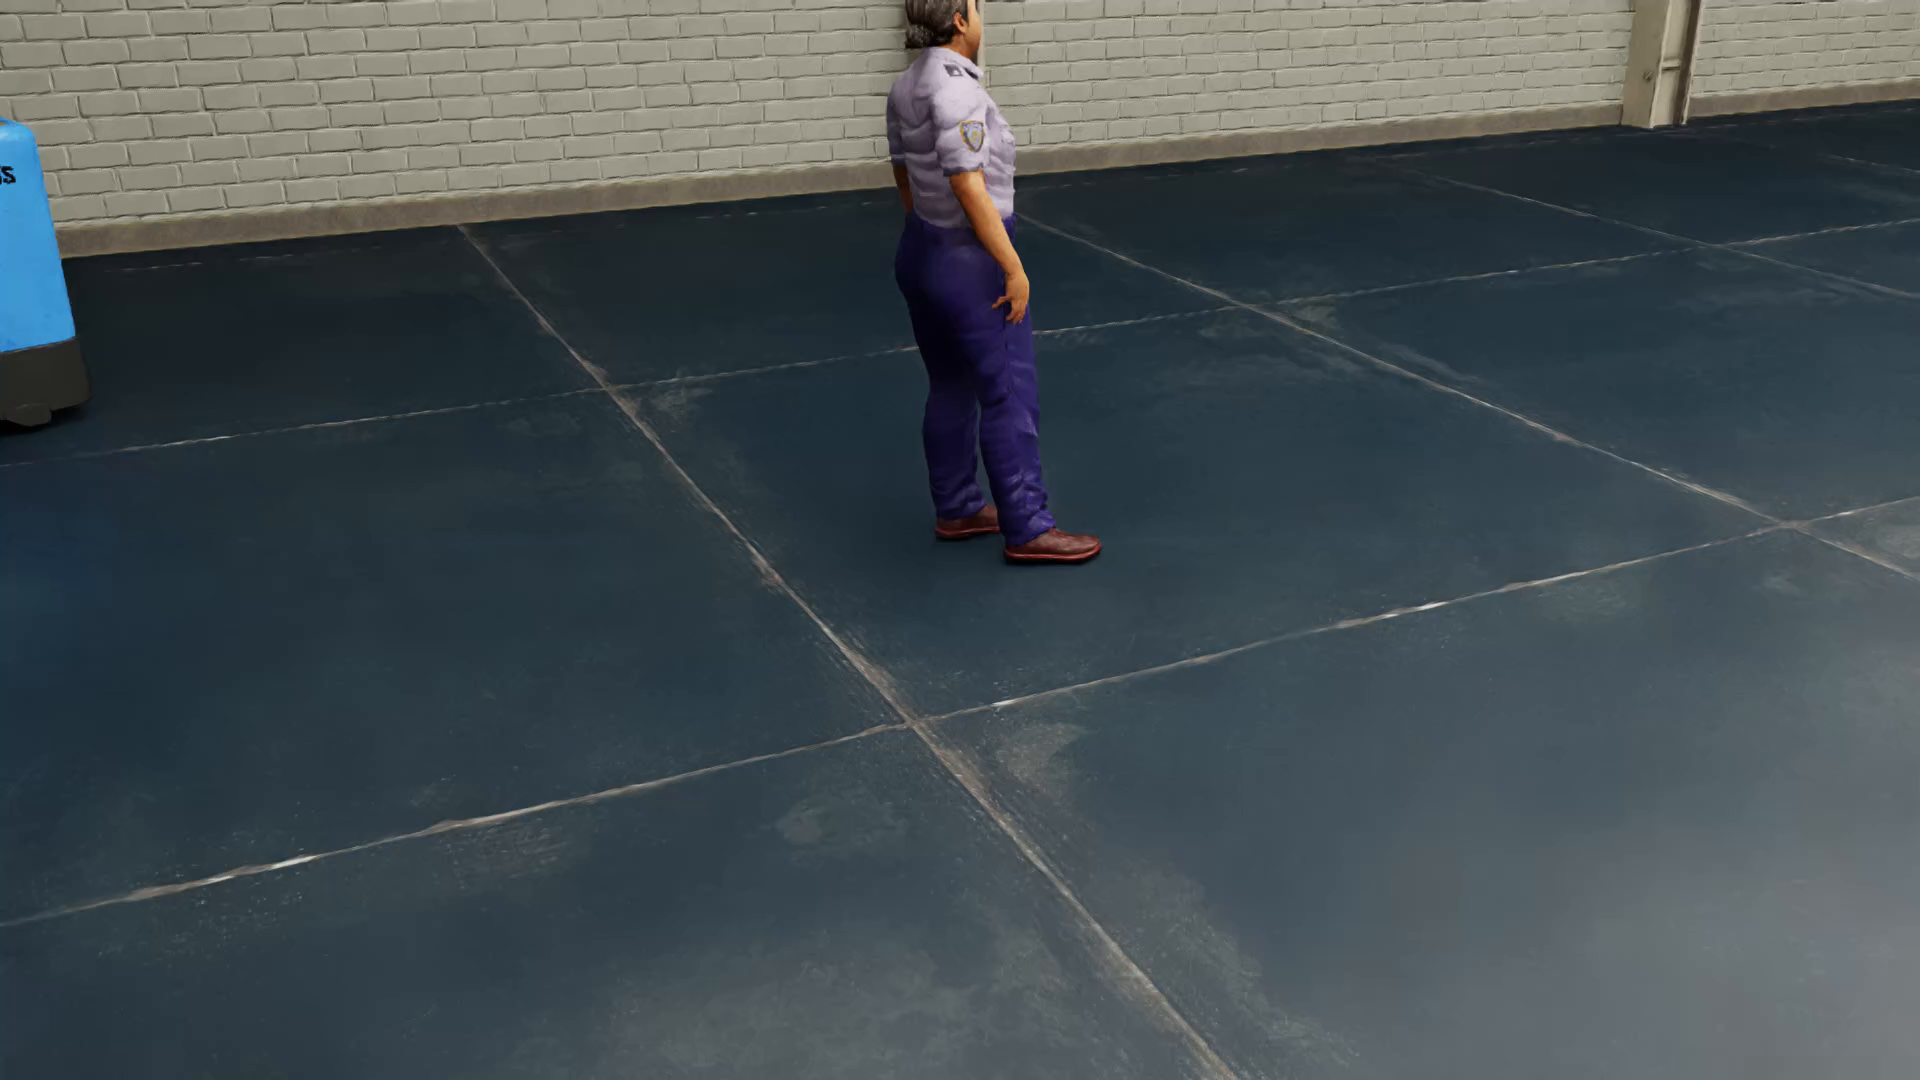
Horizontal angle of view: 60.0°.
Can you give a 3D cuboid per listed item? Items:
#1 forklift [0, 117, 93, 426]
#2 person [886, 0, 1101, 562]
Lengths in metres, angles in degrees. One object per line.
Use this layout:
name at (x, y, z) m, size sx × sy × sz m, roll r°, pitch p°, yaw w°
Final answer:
forklift at (-4.622, -1.536, 4.984) m, size 1.130 × 2.935 × 3.031 m, roll 21°, pitch 30°, yaw 41°
person at (0.091, -0.770, 4.806) m, size 0.502 × 1.642 × 0.599 m, roll -10°, pitch 25°, yaw -23°
